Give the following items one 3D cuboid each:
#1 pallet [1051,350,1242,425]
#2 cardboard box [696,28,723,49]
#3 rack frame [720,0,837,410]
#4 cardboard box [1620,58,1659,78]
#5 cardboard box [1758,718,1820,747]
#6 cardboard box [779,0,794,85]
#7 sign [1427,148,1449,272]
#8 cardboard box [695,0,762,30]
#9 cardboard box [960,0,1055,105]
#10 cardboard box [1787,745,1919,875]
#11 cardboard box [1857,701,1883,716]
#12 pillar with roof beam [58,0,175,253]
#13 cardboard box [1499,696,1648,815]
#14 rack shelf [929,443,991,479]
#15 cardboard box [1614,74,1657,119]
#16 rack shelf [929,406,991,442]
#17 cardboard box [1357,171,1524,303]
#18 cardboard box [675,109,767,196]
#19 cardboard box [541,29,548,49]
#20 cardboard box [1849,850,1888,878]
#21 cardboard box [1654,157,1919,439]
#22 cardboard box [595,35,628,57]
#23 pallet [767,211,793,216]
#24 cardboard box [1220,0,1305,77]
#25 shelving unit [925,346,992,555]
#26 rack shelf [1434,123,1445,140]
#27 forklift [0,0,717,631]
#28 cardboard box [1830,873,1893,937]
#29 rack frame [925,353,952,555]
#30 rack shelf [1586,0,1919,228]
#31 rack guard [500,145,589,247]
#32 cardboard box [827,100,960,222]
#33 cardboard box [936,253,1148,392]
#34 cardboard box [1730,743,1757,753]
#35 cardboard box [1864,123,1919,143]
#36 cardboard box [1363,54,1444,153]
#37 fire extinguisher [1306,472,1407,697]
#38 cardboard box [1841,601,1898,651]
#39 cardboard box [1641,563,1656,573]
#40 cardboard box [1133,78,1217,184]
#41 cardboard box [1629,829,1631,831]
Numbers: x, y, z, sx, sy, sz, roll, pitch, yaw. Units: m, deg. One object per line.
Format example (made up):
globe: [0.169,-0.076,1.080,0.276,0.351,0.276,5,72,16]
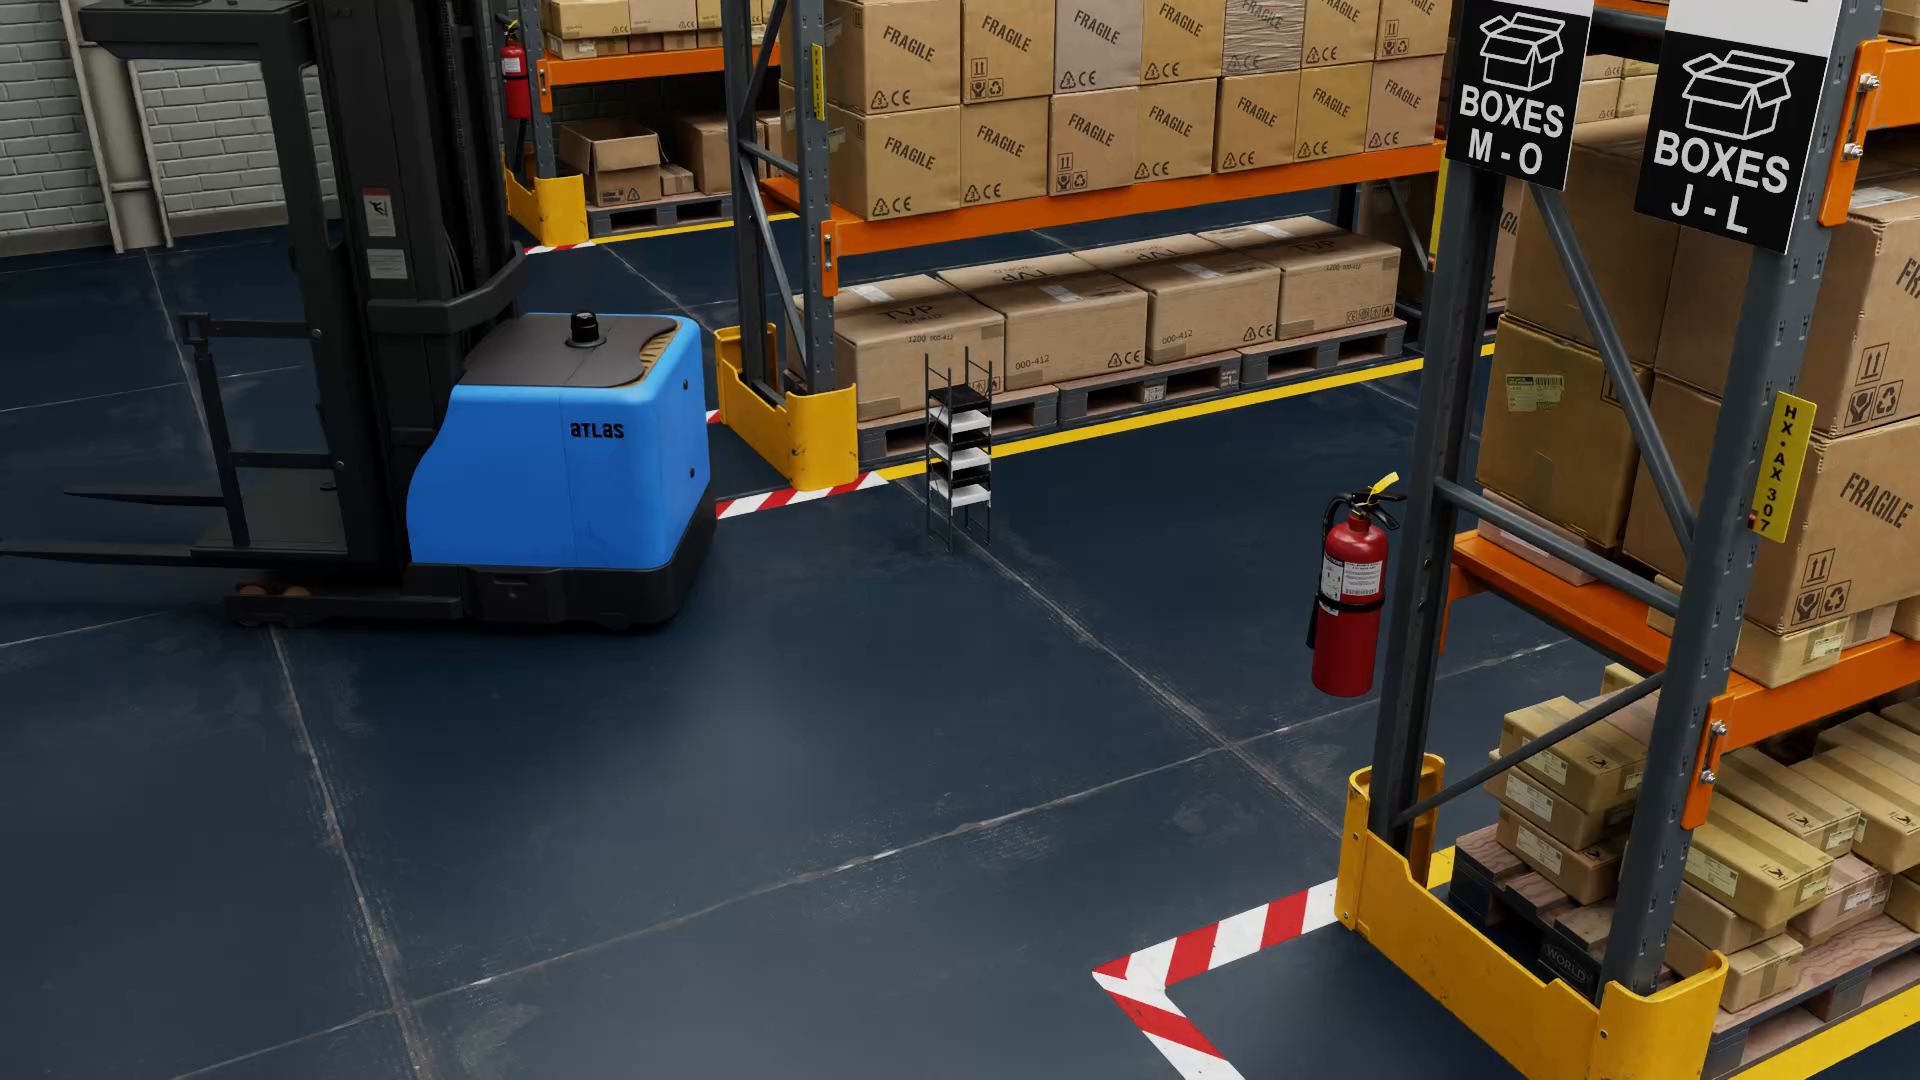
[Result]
pallet: [0.850,-1.026,9.643,1.213,0.211,1.003,-13,29,-25]
cardboard box: [-1.912,-3.808,12.506,0.250,0.149,0.380,-13,28,-24]
rack frame: [-0.894,-1.844,8.124,0.127,3.000,1.000,-13,29,-25]
cardboard box: [4.061,-3.008,10.144,0.500,0.250,0.500,-13,28,-24]
cardboard box: [2.548,0.490,5.385,0.250,0.149,0.380,-14,29,-27]
cardboard box: [-0.581,-2.529,8.280,0.500,0.500,0.500,-12,28,-23]
sign: [1.281,-0.854,4.361,0.005,0.325,0.100,-13,29,-25]
cardboard box: [-1.816,-4.002,12.449,0.500,0.250,0.500,-14,29,-26]
cardboard box: [0.116,-2.436,8.088,0.500,0.500,0.500,-14,29,-26]
cardboard box: [2.616,0.772,4.797,0.250,0.149,0.380,-13,29,-25]
cardboard box: [2.999,0.509,5.688,0.250,0.149,0.380,-12,28,-23]
pillar with roof beam: [-4.011,-4.594,6.922,0.400,9.000,9.100,-13,29,-25]
cardboard box: [1.872,0.649,5.053,0.250,0.149,0.380,-13,28,-25]
rack shelf: [-0.007,-0.374,7.566,0.200,0.077,0.258,-13,29,-25]
cardboard box: [4.063,-2.784,10.256,0.500,0.250,0.500,-13,29,-26]
rack shelf: [-0.007,-0.536,7.488,0.200,0.077,0.258,-13,29,-25]
cardboard box: [3.145,-2.047,10.517,0.875,0.875,0.875,-12,28,-24]
cardboard box: [-1.876,-3.049,13.037,0.500,0.500,0.700,-12,28,-23]
cardboard box: [-3.067,-3.795,12.480,0.250,0.149,0.380,-13,29,-26]
cardboard box: [2.550,0.861,4.955,0.250,0.149,0.380,-13,28,-24]
cardboard box: [2.045,-0.594,3.907,0.500,0.500,0.500,-13,29,-25]
cardboard box: [-2.611,-3.657,12.191,0.250,0.149,0.380,-12,28,-24]
pallet: [-1.388,-2.906,13.560,1.213,0.211,1.003,-13,29,-25]
cardboard box: [1.453,-2.745,8.731,0.500,0.500,0.500,-13,28,-24]
shelving unit: [-0.007,-0.404,7.552,0.210,0.900,0.258,-13,29,-25]
rack shelf: [4.400,-2.741,10.825,4.000,0.370,1.077,-13,29,-25]
forklift: [-2.668,-1.180,6.822,3.031,2.935,1.130,2,26,3]
cardboard box: [2.546,1.000,5.011,0.250,0.149,0.380,-13,28,-25]
rack frame: [-0.097,-0.383,7.509,0.006,0.900,0.240,-13,29,-25]
rack shelf: [3.289,-1.409,4.585,4.000,0.370,1.077,-13,29,-25]
rack guard: [-3.166,-2.627,12.644,0.348,0.500,1.175,-13,29,-25]
cardboard box: [-0.336,-1.877,8.078,0.500,0.500,0.500,-13,29,-25]
cardboard box: [0.445,-1.240,9.342,0.875,0.438,0.875,-12,28,-24]
cardboard box: [2.313,0.665,5.364,0.250,0.149,0.380,-14,29,-27]
cardboard box: [2.258,-0.895,4.534,0.500,0.500,0.500,-14,29,-27]
cardboard box: [2.346,-2.511,9.400,0.500,0.500,0.500,-13,28,-25]
fire extinguisher: [1.085,0.104,4.588,0.183,0.674,0.296,-13,29,-25]
cardboard box: [2.169,0.131,4.302,0.250,0.149,0.380,-12,28,-23]
cardboard box: [1.916,-0.071,4.723,0.250,0.149,0.380,-13,29,-25]
cardboard box: [0.989,-2.196,8.742,0.500,0.500,0.500,-12,28,-23]
cardboard box: [2.070,0.844,5.335,0.250,0.149,0.380,-12,28,-24]
